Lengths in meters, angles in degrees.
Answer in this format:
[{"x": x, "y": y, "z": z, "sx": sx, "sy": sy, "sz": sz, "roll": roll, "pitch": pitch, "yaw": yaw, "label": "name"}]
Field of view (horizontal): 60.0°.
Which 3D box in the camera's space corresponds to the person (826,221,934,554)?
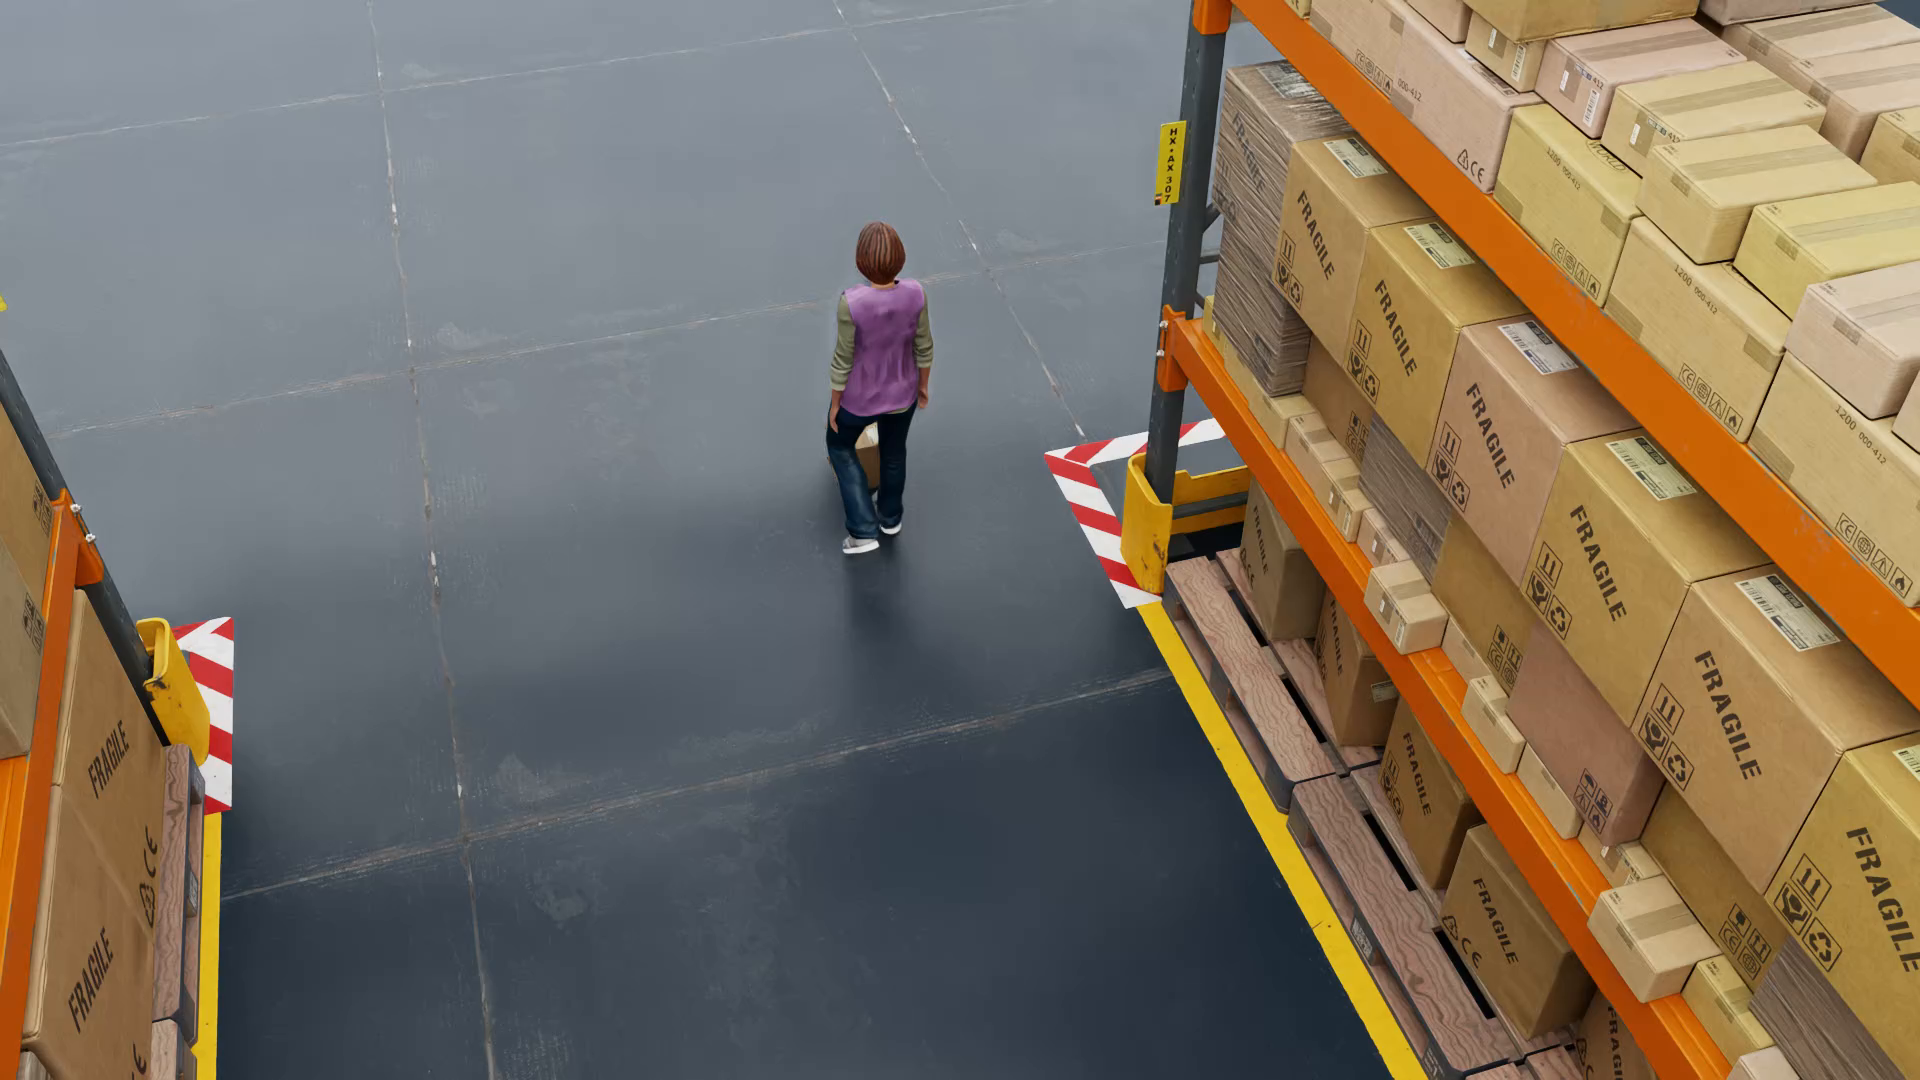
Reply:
[{"x": -0.345, "y": -0.611, "z": 6.799, "sx": 0.447, "sy": 1.598, "sz": 0.457, "roll": -16, "pitch": 45, "yaw": -16, "label": "person"}]
